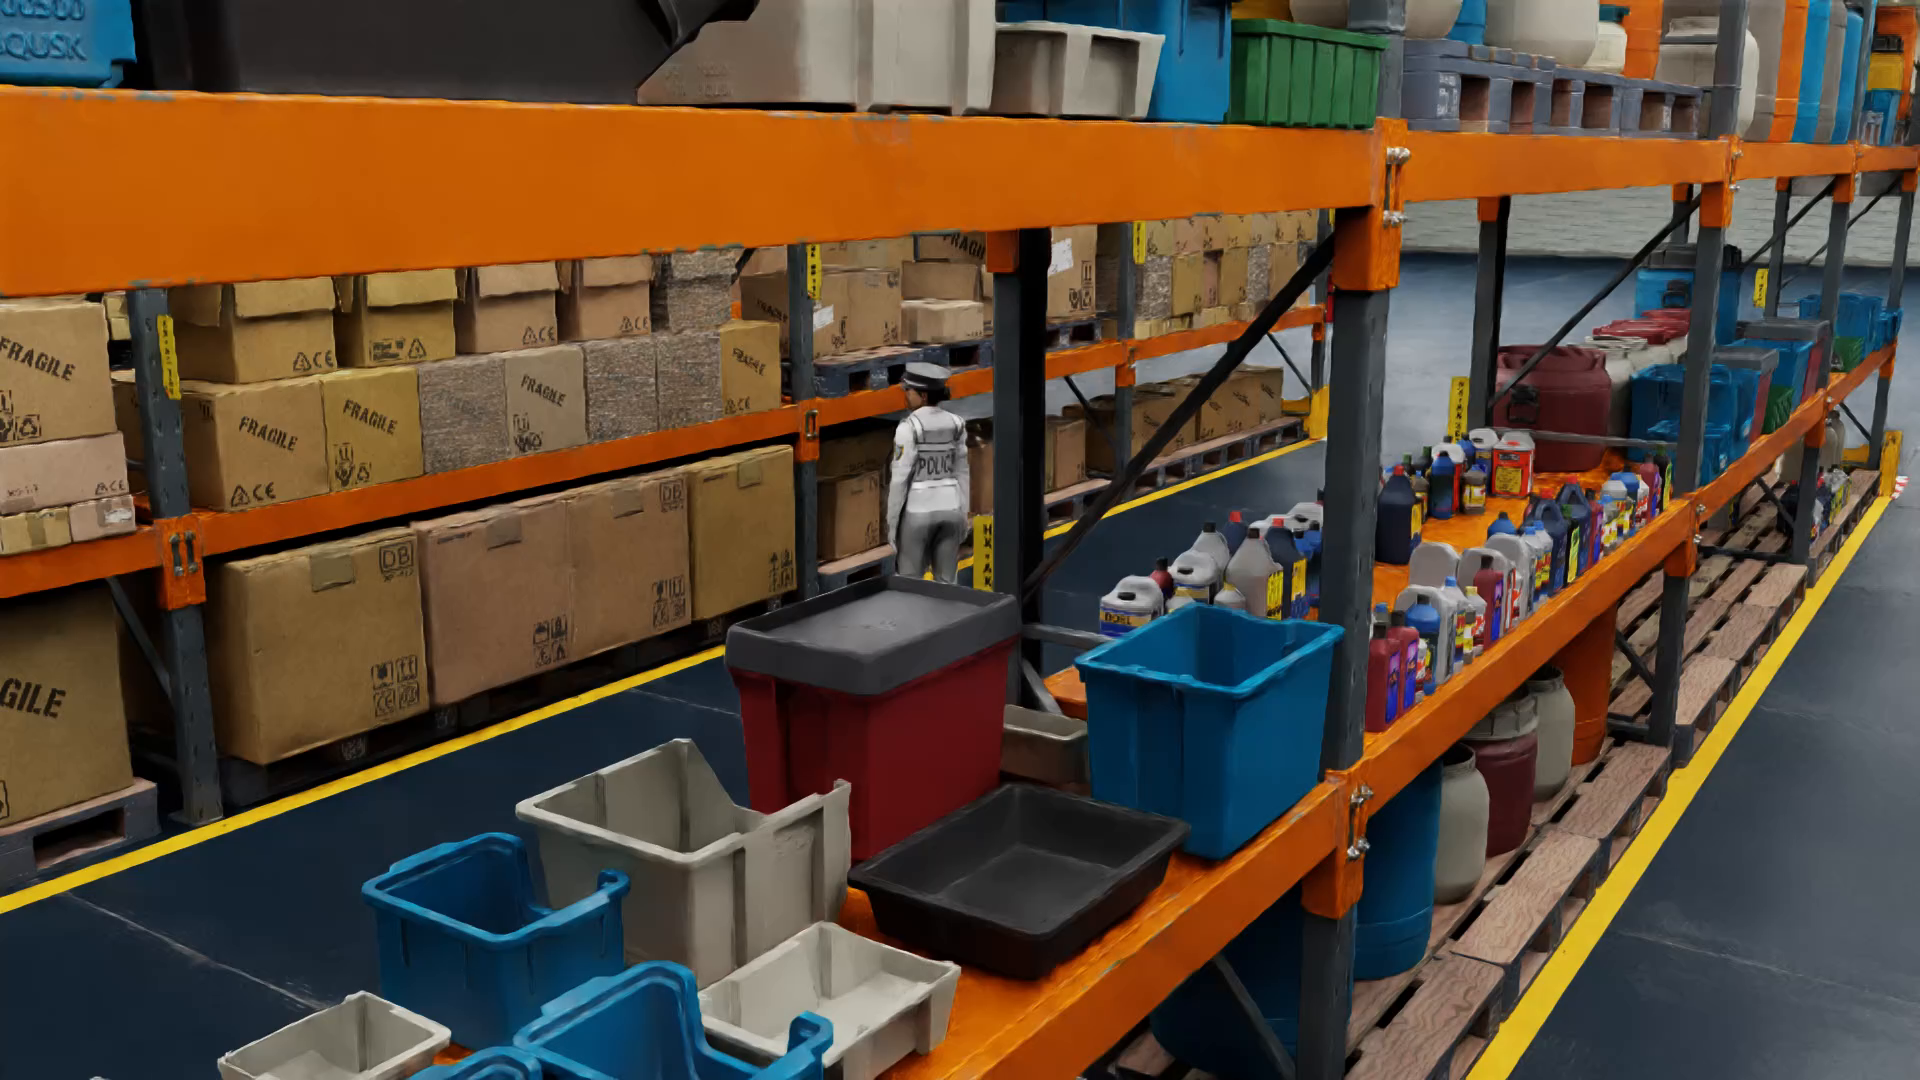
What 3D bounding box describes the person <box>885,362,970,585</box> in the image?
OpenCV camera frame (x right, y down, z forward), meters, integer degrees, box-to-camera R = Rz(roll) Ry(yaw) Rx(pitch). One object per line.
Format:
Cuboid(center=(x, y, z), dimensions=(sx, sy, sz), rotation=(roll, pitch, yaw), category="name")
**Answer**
Cuboid(center=(-0.176, -0.106, 8.822), dimensions=(0.528, 1.681, 0.365), rotation=(-8, 16, -32), category="person")
